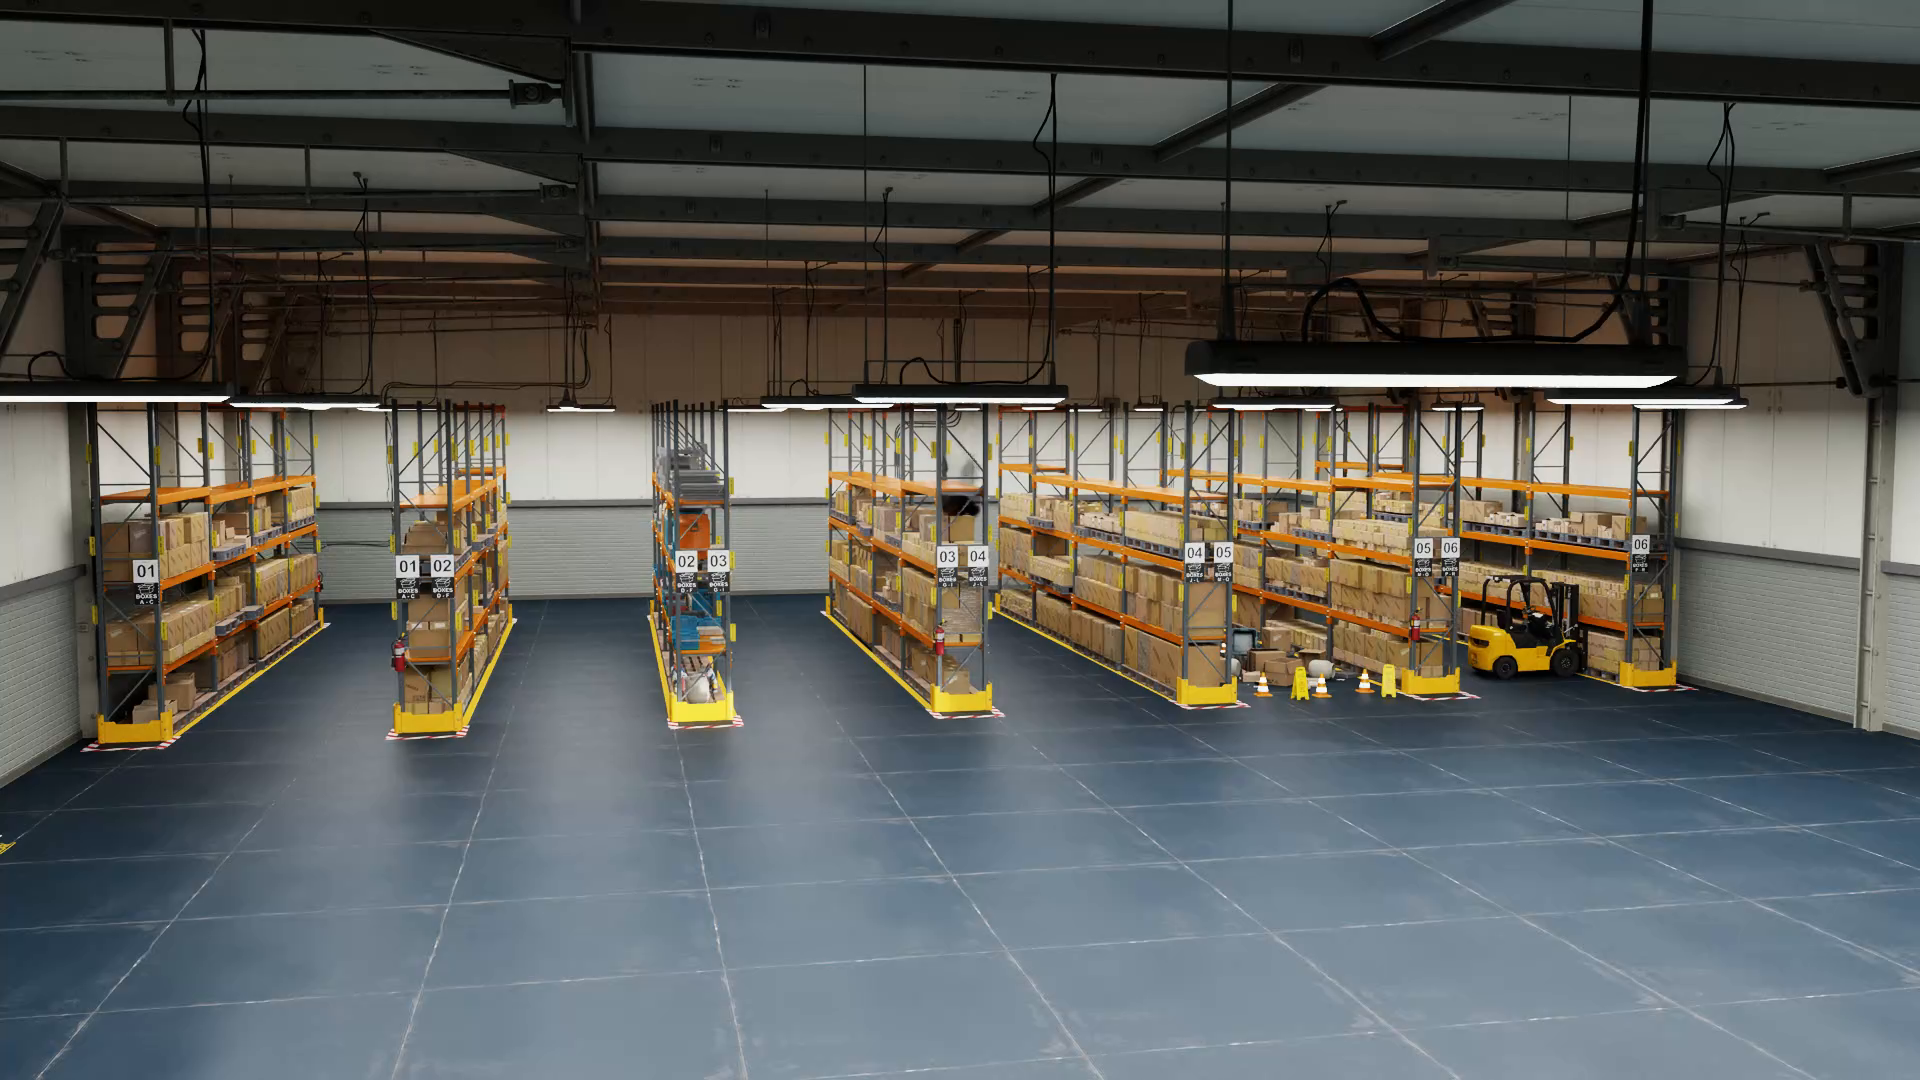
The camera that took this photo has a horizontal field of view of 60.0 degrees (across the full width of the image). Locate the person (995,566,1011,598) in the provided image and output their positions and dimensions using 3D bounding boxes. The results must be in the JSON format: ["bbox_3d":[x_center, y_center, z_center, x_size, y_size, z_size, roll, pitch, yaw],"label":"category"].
[{"bbox_3d":[1.359,1.124,49.932,0.681,1.742,0.553,-3,5,-34],"label":"person"}]

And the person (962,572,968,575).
[{"bbox_3d":[-0.006,1.282,47.804,0.769,1.725,0.867,1,4,14],"label":"person"}]
